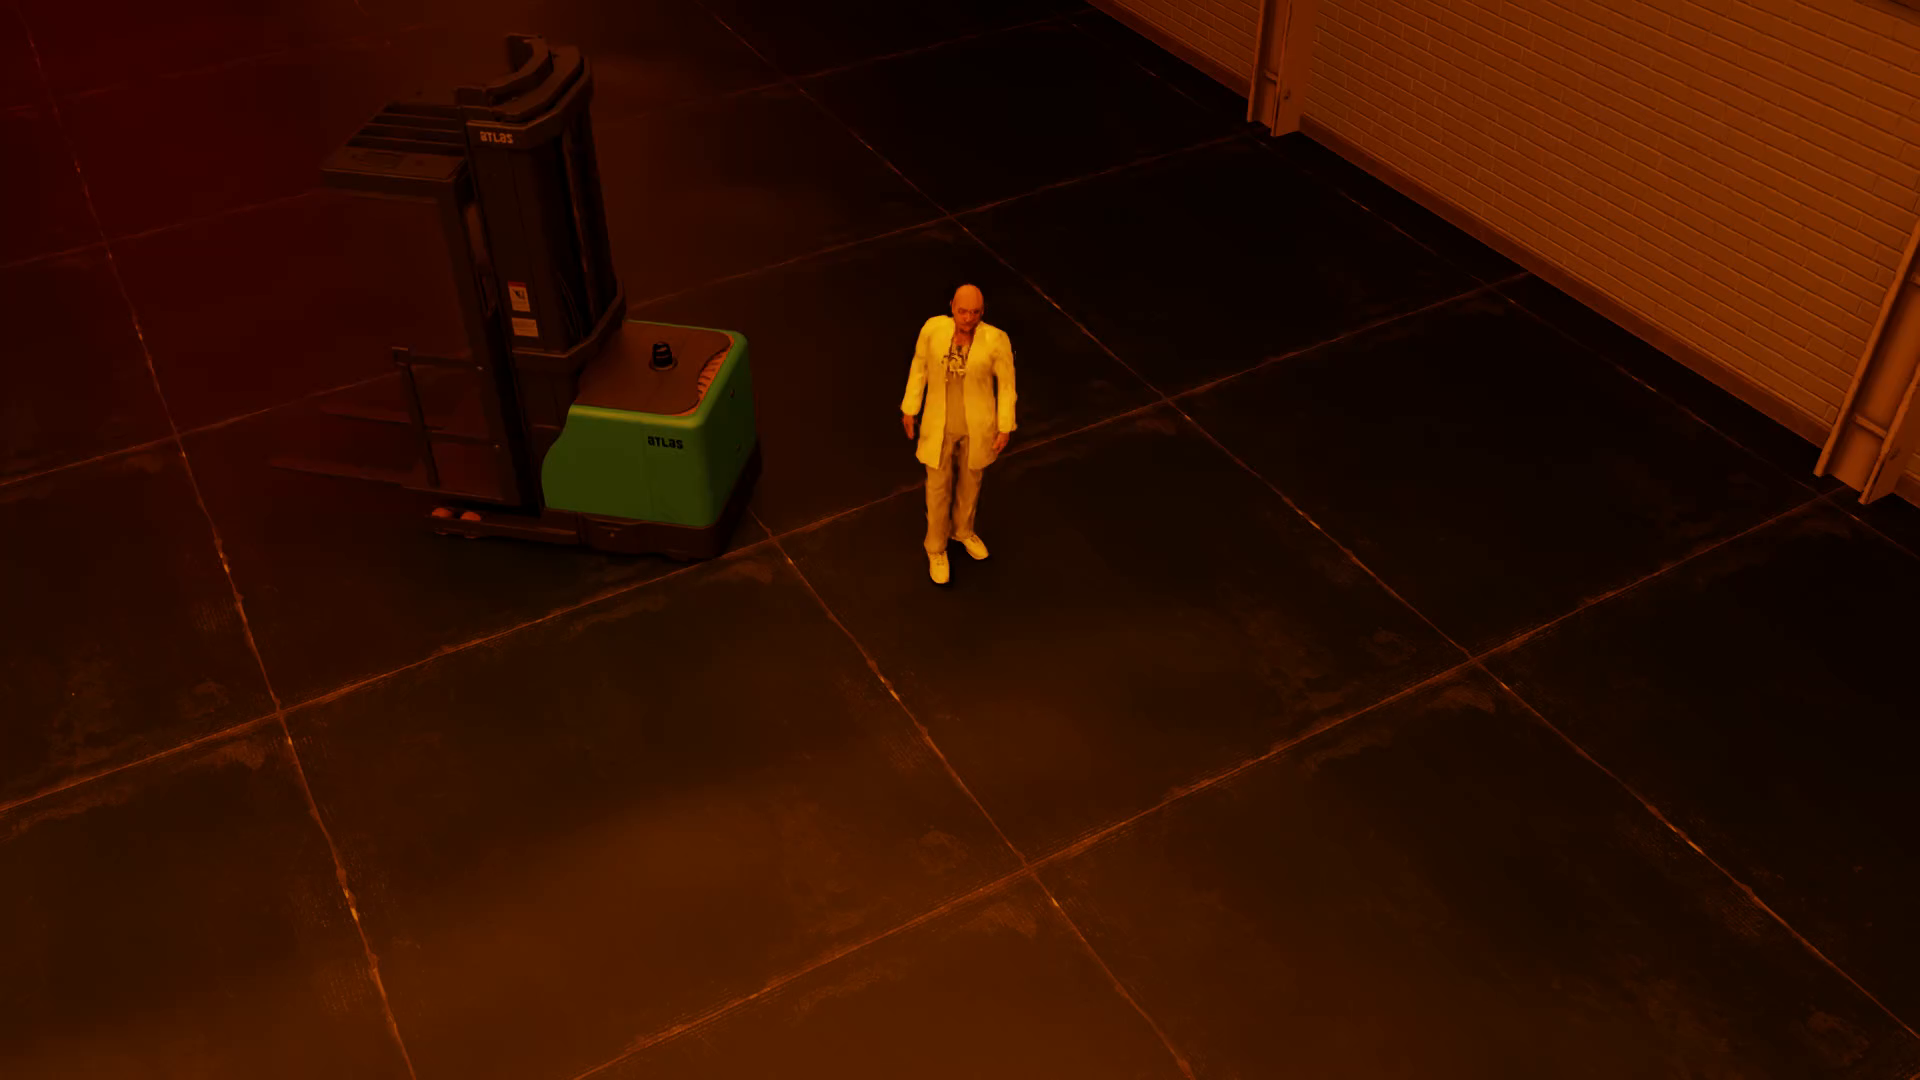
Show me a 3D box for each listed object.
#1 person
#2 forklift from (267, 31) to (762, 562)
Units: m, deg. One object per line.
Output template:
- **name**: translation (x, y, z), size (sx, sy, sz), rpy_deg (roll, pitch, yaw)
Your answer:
- **person**: translation (-0.033, -0.598, 9.651), size (0.693, 1.777, 0.672), rpy_deg (7, 40, 8)
- **forklift**: translation (-2.855, -1.461, 9.798), size (3.031, 2.935, 1.130), rpy_deg (7, 40, 9)
